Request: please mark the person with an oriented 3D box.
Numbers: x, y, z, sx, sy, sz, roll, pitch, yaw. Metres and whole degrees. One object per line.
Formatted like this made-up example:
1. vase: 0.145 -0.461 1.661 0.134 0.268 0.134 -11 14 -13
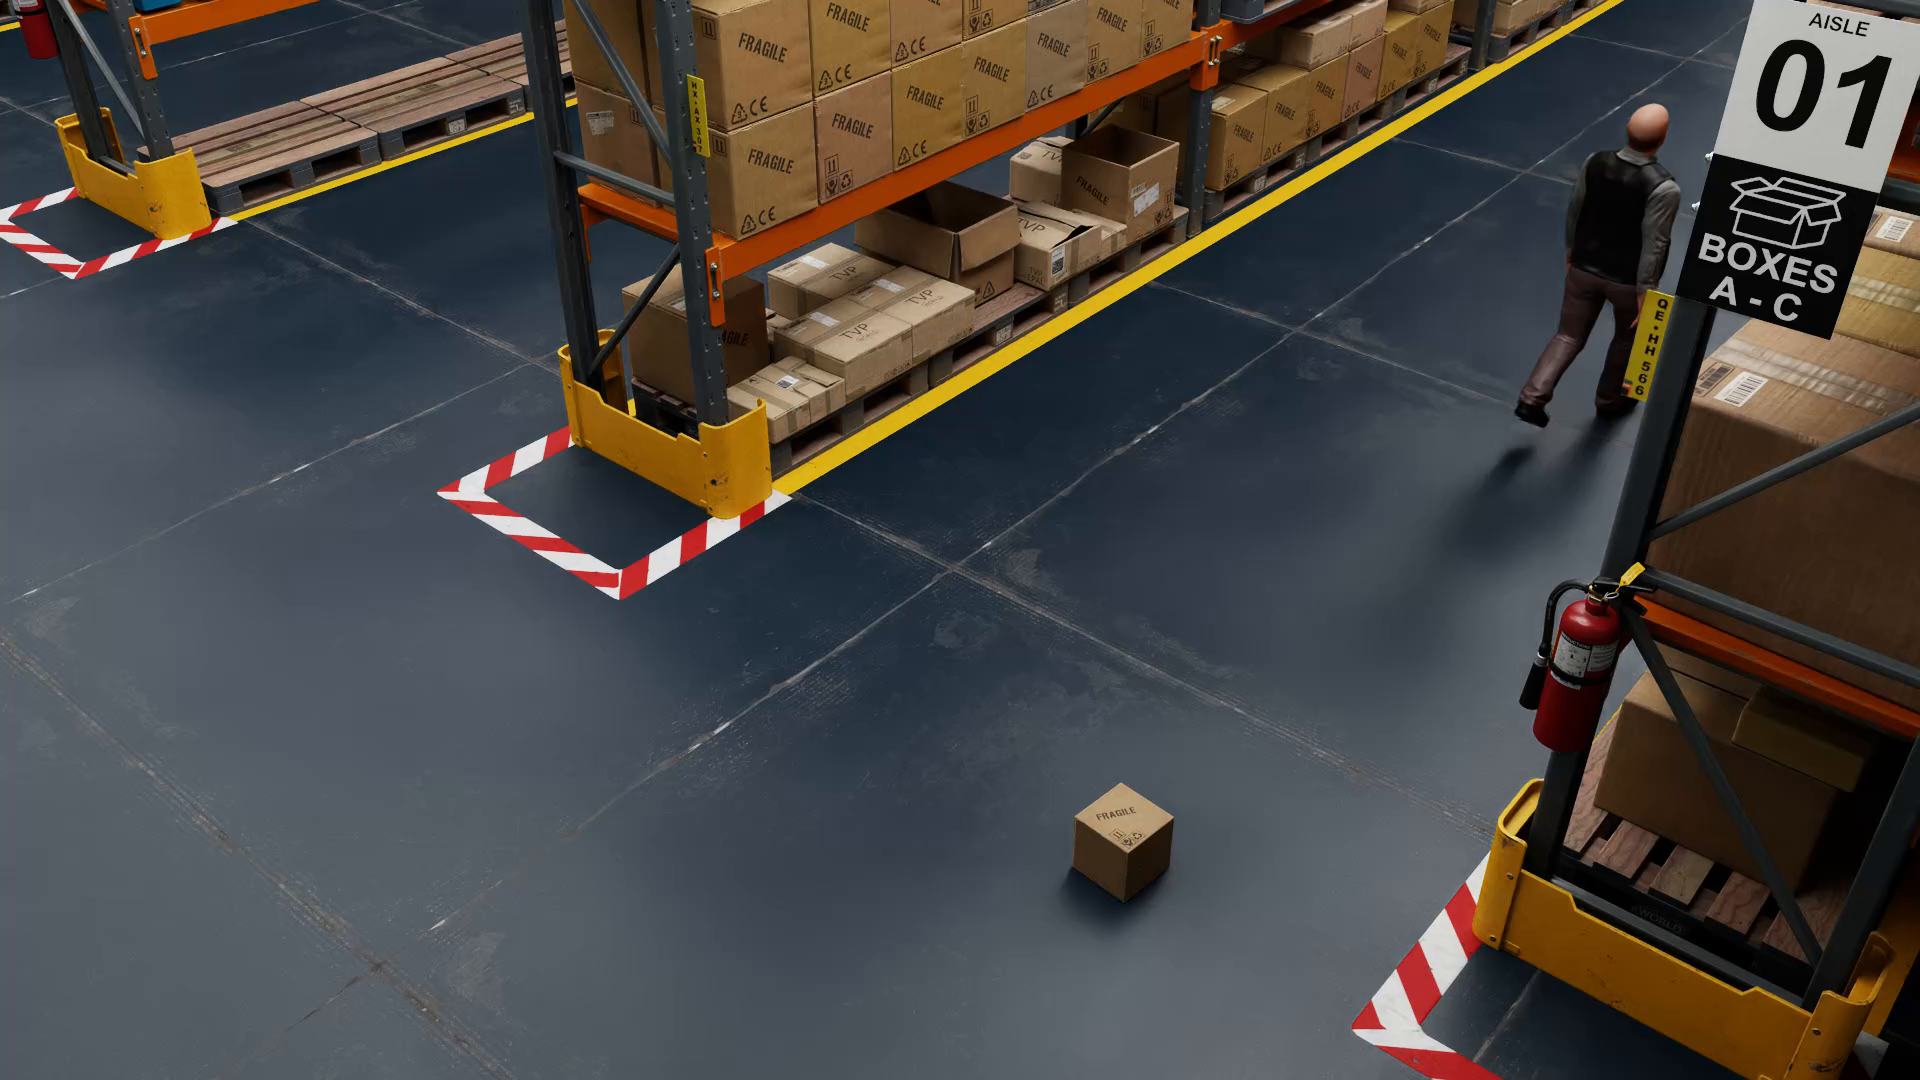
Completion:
1. person: 3.126 -1.293 8.027 0.917 1.691 0.551 -29 44 -35
